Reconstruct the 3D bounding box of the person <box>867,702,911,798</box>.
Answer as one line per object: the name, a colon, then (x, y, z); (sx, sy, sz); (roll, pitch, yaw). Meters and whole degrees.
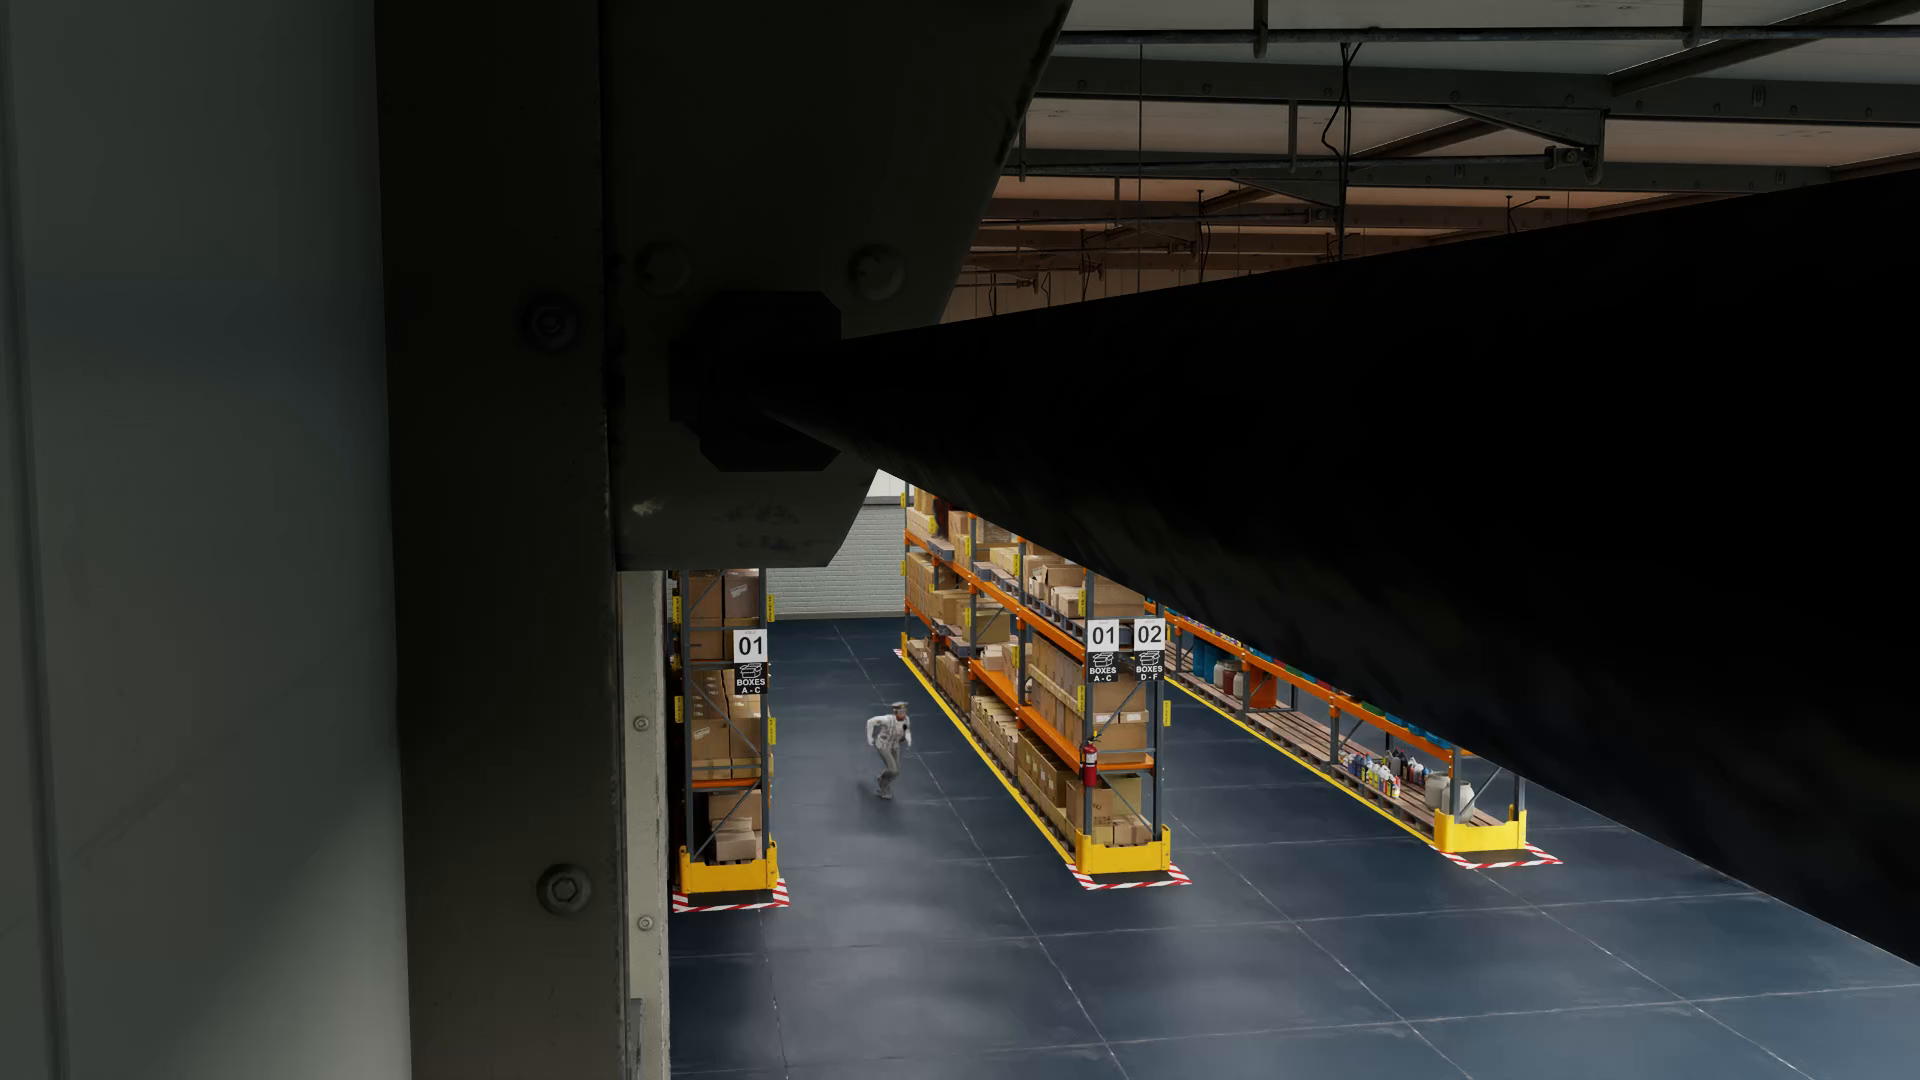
person: (-1.036, 3.077, 24.254); (0.645, 1.497, 0.819); (-4, 7, -35)
